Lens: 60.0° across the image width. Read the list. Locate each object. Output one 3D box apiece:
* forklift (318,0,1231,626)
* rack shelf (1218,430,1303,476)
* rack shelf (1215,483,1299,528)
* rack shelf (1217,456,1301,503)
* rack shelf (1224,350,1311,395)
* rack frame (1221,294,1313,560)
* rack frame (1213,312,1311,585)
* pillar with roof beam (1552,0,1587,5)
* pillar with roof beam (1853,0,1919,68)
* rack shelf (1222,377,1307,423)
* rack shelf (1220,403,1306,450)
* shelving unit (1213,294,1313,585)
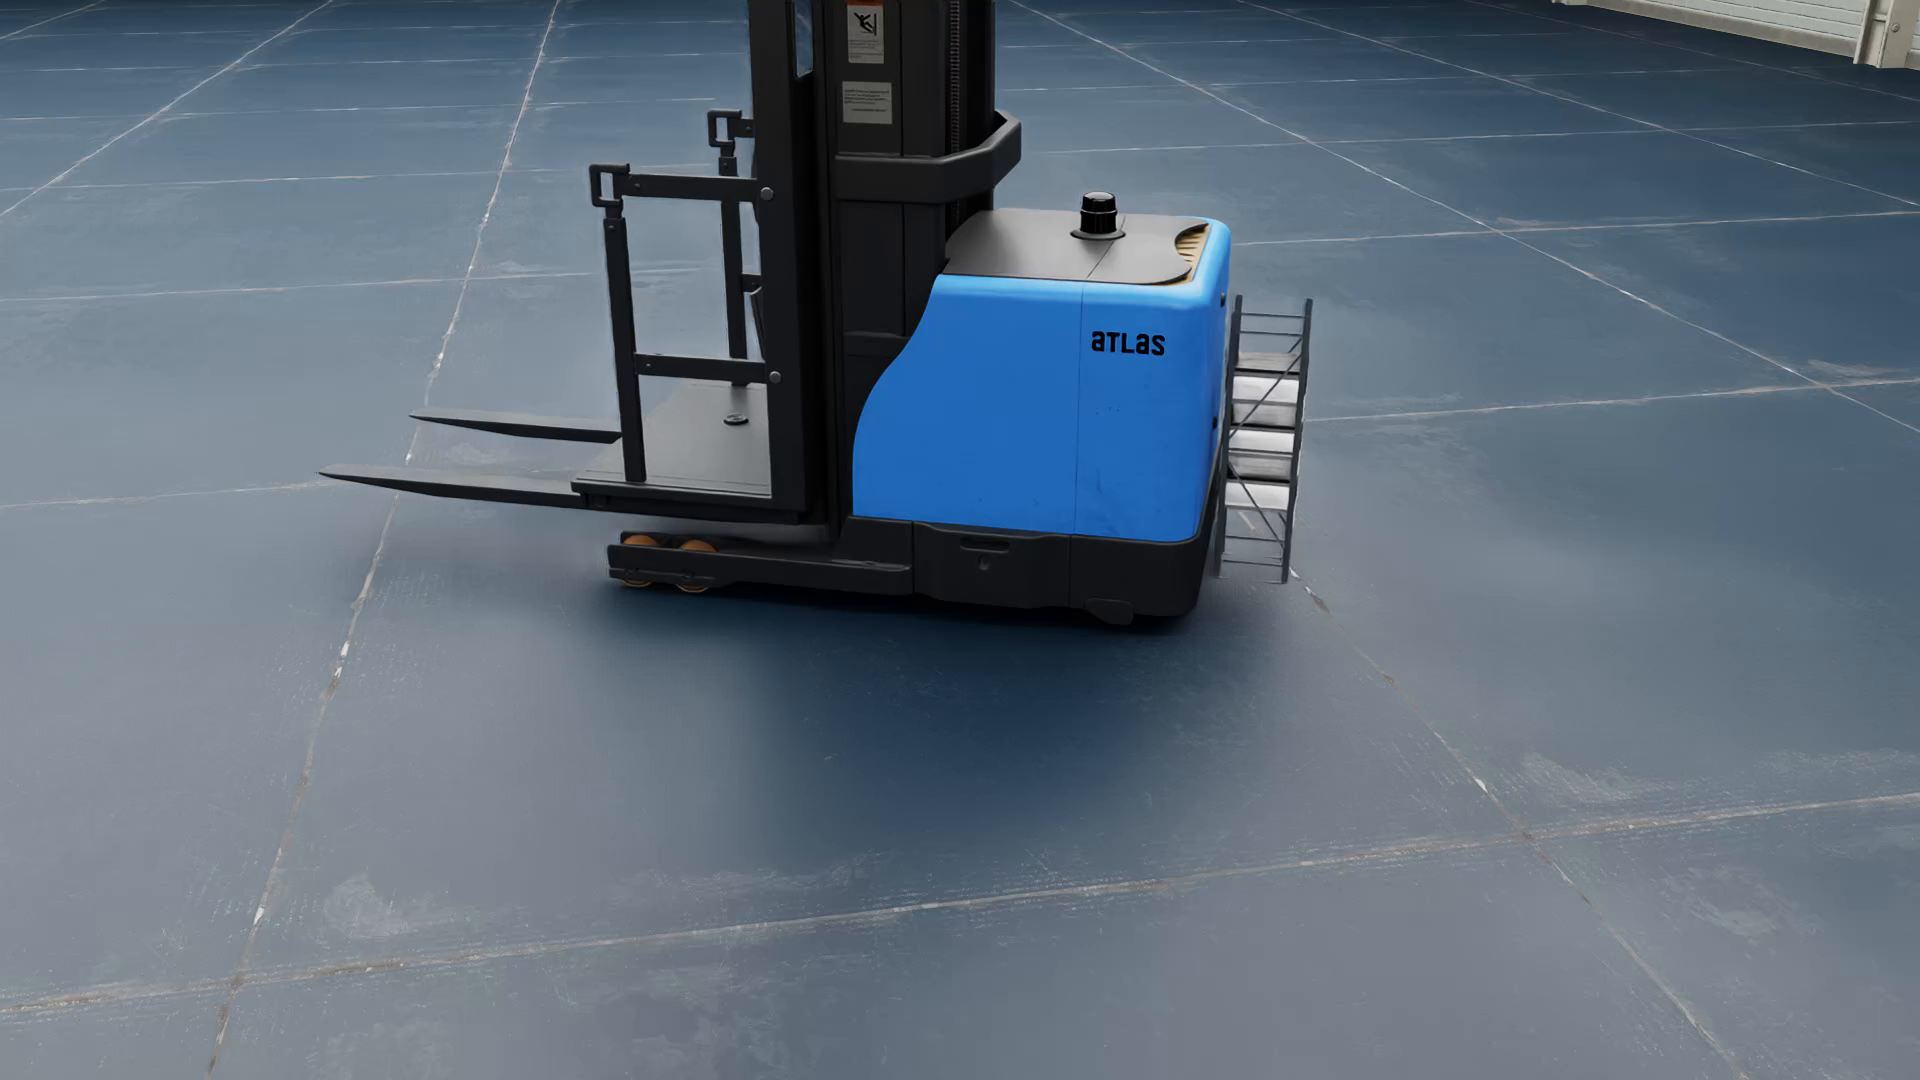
[{"bbox_3d":[-0.663,-1.372,5.229,3.031,2.935,1.130,5,24,11],"label":"forklift"},{"bbox_3d":[0.972,-0.287,5.365,0.258,0.077,0.200,5,24,11],"label":"rack shelf"},{"bbox_3d":[0.971,-0.122,5.437,0.258,0.077,0.200,5,24,11],"label":"rack shelf"},{"bbox_3d":[0.972,-0.204,5.401,0.258,0.077,0.200,5,24,11],"label":"rack shelf"},{"bbox_3d":[0.972,-0.534,5.257,0.258,0.077,0.200,5,24,11],"label":"rack shelf"},{"bbox_3d":[0.994,-0.357,5.442,0.240,0.900,0.006,5,24,11],"label":"rack frame"},{"bbox_3d":[0.950,-0.278,5.260,0.240,0.900,0.006,5,24,11],"label":"rack frame"},{"bbox_3d":[3.846,-10.908,19.482,9.100,9.000,0.400,-4,24,-10],"label":"pillar with roof beam"},{"bbox_3d":[4.955,-8.548,14.079,9.100,9.000,0.400,-4,24,-10],"label":"pillar with roof beam"},{"bbox_3d":[0.972,-0.452,5.293,0.258,0.077,0.200,5,24,11],"label":"rack shelf"},{"bbox_3d":[0.972,-0.369,5.329,0.258,0.077,0.200,5,24,11],"label":"rack shelf"},{"bbox_3d":[0.972,-0.317,5.351,0.258,0.900,0.210,5,24,11],"label":"shelving unit"}]
